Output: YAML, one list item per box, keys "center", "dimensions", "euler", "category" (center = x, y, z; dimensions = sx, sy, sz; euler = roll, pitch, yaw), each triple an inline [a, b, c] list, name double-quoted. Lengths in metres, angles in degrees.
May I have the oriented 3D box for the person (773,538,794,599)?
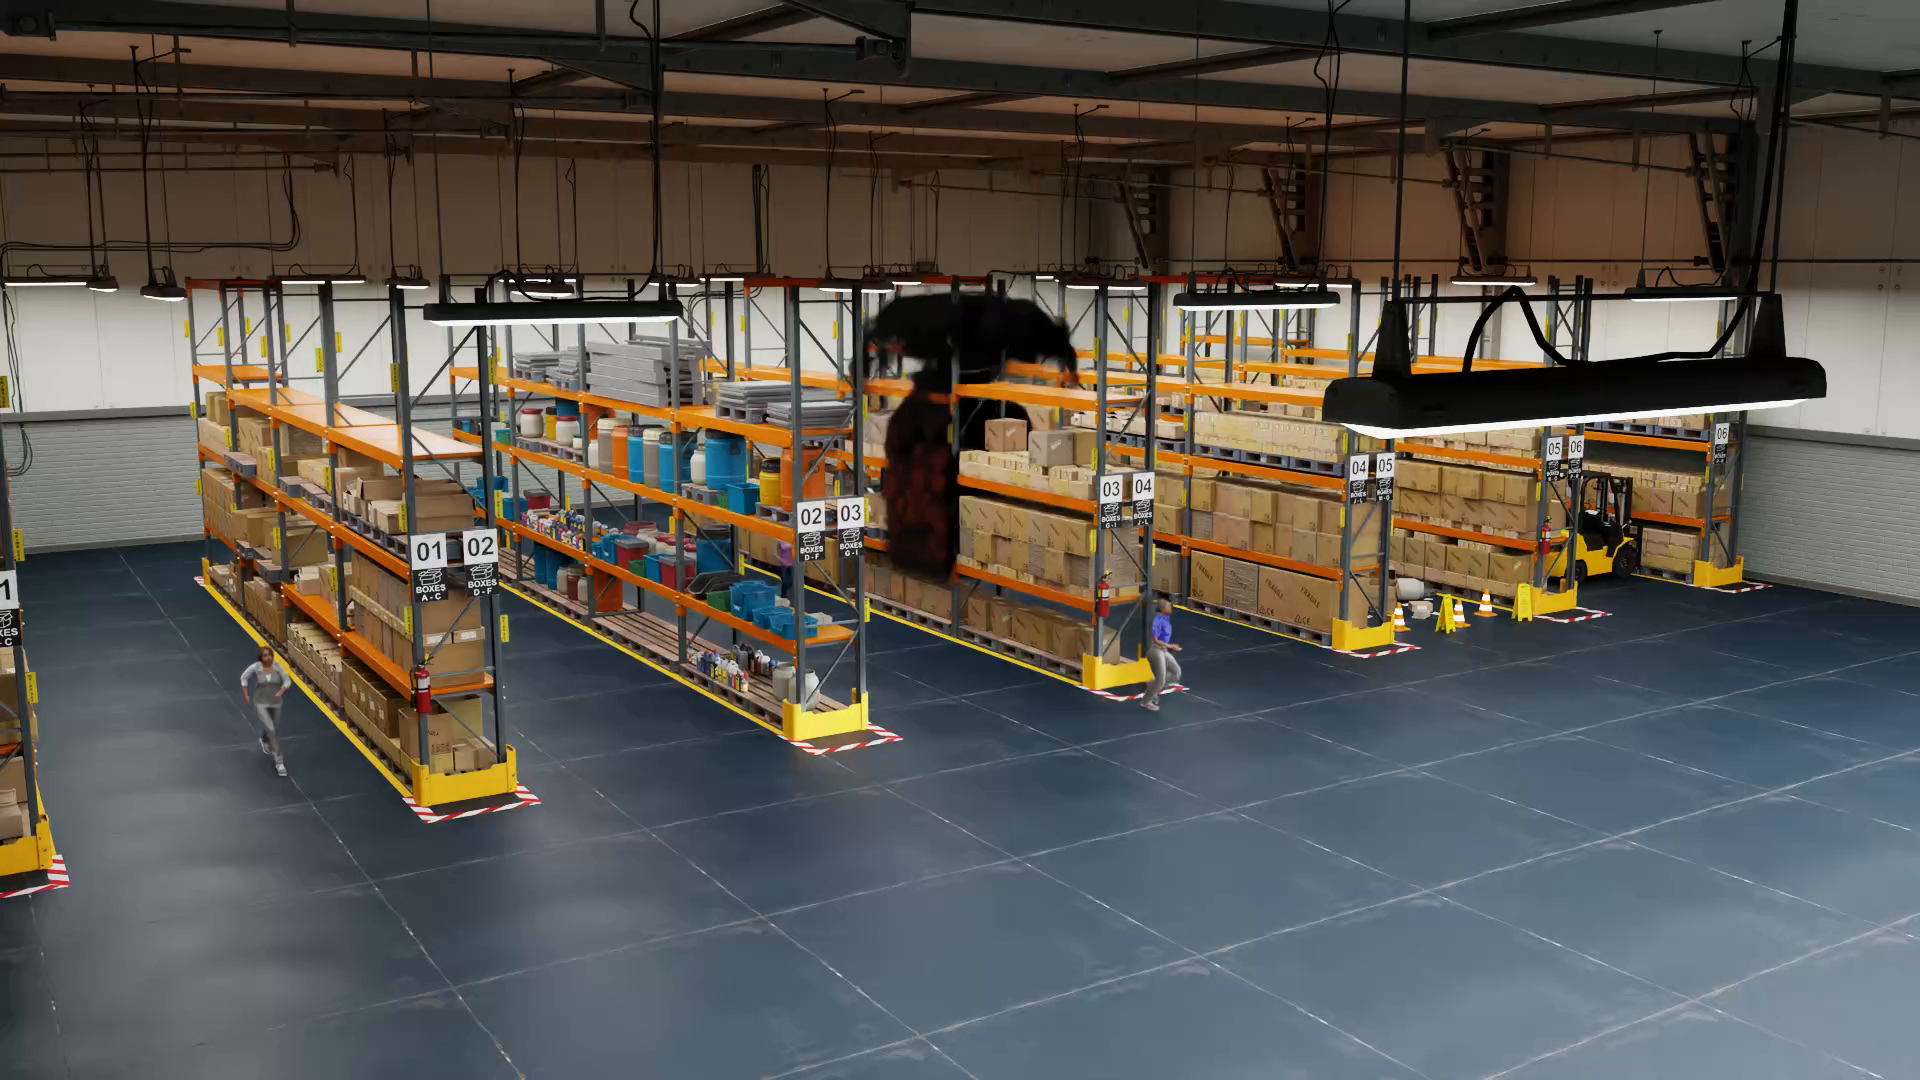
- center: [-3.173, 0.473, 30.573]
  dimensions: [0.560, 1.558, 0.605]
  euler: [-4, 10, -24]
  category: "person"

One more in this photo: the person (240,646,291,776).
- center: [-8.674, 2.083, 20.845]
  dimensions: [0.557, 1.597, 0.928]
  euler: [-7, 12, -35]
  category: "person"

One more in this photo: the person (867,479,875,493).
- center: [-2.068, -0.509, 35.531]
  dimensions: [0.690, 1.773, 0.967]
  euler: [-7, 12, -36]
  category: "person"

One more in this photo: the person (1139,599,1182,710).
- center: [2.872, 1.623, 23.607]
  dimensions: [0.610, 1.607, 0.592]
  euler: [4, 10, 21]
  category: "person"
